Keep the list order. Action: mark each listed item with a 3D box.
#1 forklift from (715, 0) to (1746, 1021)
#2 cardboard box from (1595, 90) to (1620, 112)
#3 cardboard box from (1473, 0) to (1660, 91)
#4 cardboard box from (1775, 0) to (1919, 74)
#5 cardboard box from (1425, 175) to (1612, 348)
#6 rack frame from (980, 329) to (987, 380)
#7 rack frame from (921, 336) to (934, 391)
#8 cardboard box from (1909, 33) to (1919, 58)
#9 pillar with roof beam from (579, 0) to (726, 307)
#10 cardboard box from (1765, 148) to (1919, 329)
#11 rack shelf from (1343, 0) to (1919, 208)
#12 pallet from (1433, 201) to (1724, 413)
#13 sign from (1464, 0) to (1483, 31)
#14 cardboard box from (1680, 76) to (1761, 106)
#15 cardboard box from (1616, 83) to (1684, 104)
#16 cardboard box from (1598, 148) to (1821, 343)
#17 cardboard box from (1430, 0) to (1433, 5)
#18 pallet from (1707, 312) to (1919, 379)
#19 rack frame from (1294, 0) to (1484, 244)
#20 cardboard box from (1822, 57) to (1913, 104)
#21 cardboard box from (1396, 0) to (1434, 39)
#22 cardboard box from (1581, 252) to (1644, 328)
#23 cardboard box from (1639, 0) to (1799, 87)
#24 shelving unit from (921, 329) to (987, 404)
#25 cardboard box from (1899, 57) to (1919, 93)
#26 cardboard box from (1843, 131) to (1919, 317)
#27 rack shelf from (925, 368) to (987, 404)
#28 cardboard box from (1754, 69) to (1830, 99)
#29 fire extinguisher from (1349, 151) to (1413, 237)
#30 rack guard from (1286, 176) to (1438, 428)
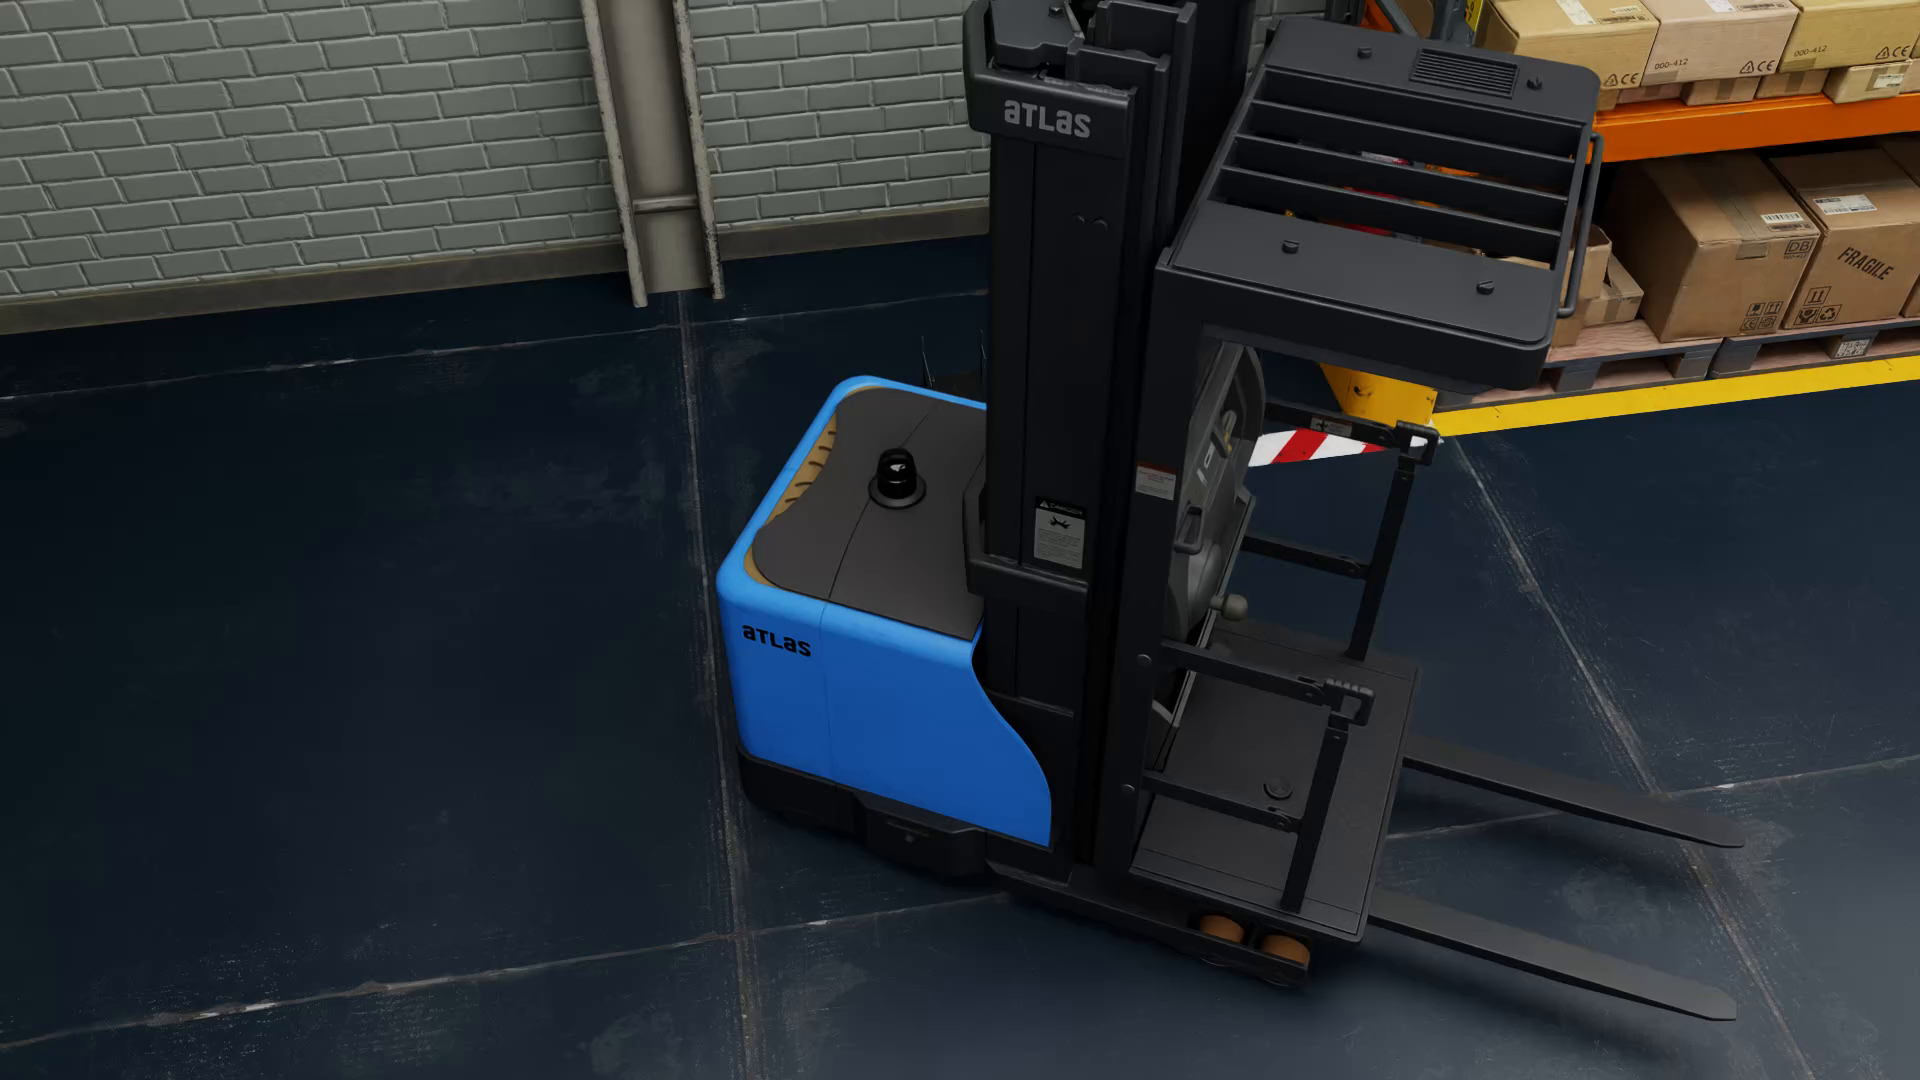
[{"bbox_3d":[0.864,-0.121,4.332,3.031,2.935,1.130,15,48,14],"label":"forklift"},{"bbox_3d":[2.177,-1.698,5.978,0.250,0.149,0.380,-6,46,-6],"label":"cardboard box"},{"bbox_3d":[2.056,-1.791,5.790,0.500,0.250,0.500,-7,46,-7],"label":"cardboard box"},{"bbox_3d":[3.052,-1.918,5.912,0.500,0.250,0.500,-8,47,-8],"label":"cardboard box"},{"bbox_3d":[2.182,-1.163,6.729,0.637,0.503,0.797,-9,47,-8],"label":"cardboard box"},{"bbox_3d":[0.092,-0.324,5.937,0.006,0.900,0.240,-7,46,-7],"label":"rack frame"},{"bbox_3d":[-0.108,-0.299,5.913,0.006,0.900,0.240,-7,46,-7],"label":"rack frame"},{"bbox_3d":[3.552,-1.996,5.988,0.500,0.250,0.500,-8,47,-8],"label":"cardboard box"},{"bbox_3d":[-0.513,-1.211,1.168,0.400,9.000,9.100,-7,46,-7],"label":"pillar with roof beam"},{"bbox_3d":[3.569,-1.233,6.799,0.500,0.500,0.500,-6,46,-6],"label":"cardboard box"},{"bbox_3d":[3.534,-1.871,6.470,4.000,0.370,1.077,-7,46,-7],"label":"rack shelf"},{"bbox_3d":[2.424,-1.016,7.082,1.213,0.211,1.003,-7,46,-7],"label":"pallet"},{"bbox_3d":[1.656,-1.791,5.291,0.005,0.325,0.100,-7,46,-7],"label":"sign"},{"bbox_3d":[2.689,-1.743,6.020,0.250,0.149,0.380,-6,46,-6],"label":"cardboard box"},{"bbox_3d":[2.430,-1.755,6.032,0.250,0.149,0.380,-8,47,-7],"label":"cardboard box"},{"bbox_3d":[3.031,-1.239,6.805,0.500,0.500,0.700,-5,46,-5],"label":"cardboard box"},{"bbox_3d":[1.971,-2.172,6.157,0.500,0.250,0.500,-6,46,-6],"label":"cardboard box"},{"bbox_3d":[3.623,-1.163,7.224,1.213,0.211,1.003,-7,46,-7],"label":"pallet"},{"bbox_3d":[1.563,-1.876,5.974,0.127,3.000,1.000,-7,46,-7],"label":"rack frame"},{"bbox_3d":[3.212,-1.757,6.034,0.250,0.149,0.380,-8,47,-8],"label":"cardboard box"},{"bbox_3d":[1.844,-2.020,6.287,0.250,0.149,0.380,-8,47,-7],"label":"cardboard box"},{"bbox_3d":[2.607,-1.065,6.881,0.250,0.149,0.380,-9,47,-8],"label":"cardboard box"},{"bbox_3d":[2.553,-1.853,5.850,0.500,0.250,0.500,-7,46,-6],"label":"cardboard box"},{"bbox_3d":[-0.008,-0.311,5.925,0.210,0.900,0.258,-7,46,-7],"label":"shelving unit"},{"bbox_3d":[3.468,-1.804,6.079,0.250,0.149,0.380,-6,46,-6],"label":"cardboard box"},{"bbox_3d":[4.054,-1.367,6.928,0.500,0.500,0.700,-9,47,-8],"label":"cardboard box"},{"bbox_3d":[-0.008,-0.475,5.755,0.200,0.077,0.258,-7,46,-7],"label":"rack shelf"},{"bbox_3d":[2.950,-1.779,6.056,0.250,0.149,0.380,-6,46,-6],"label":"cardboard box"},{"bbox_3d":[1.497,-1.373,5.803,0.183,0.674,0.296,-7,46,-7],"label":"fire extinguisher"},{"bbox_3d":[1.638,-1.018,6.883,0.348,0.500,1.175,-7,46,-7],"label":"rack guard"}]
